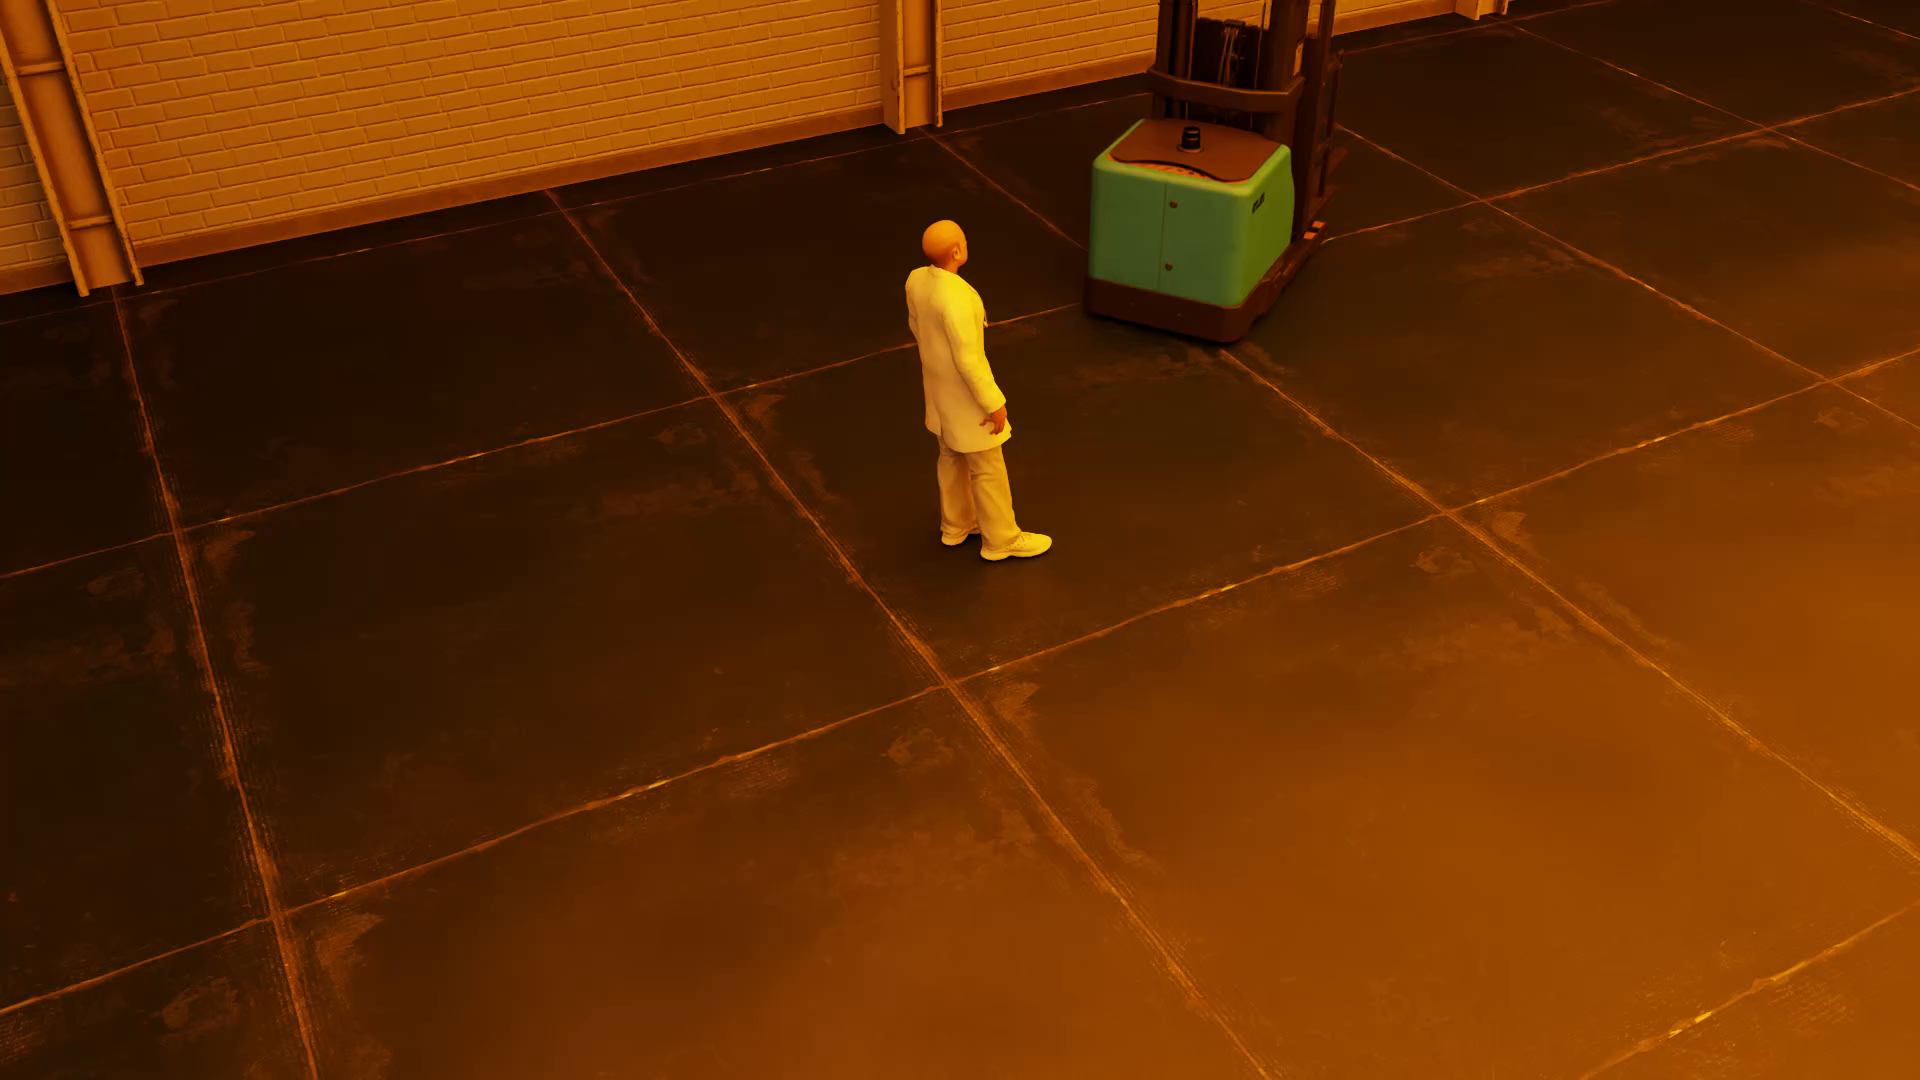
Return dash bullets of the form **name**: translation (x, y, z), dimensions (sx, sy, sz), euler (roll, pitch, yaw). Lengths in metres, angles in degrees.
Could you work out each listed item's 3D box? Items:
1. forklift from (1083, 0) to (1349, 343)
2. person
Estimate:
- **forklift**: translation (1.910, -3.250, 10.721), dimensions (1.130, 2.935, 3.031), euler (16, 38, 22)
- **person**: translation (0.083, -0.755, 8.177), dimensions (0.578, 1.777, 0.698), euler (-17, 39, -23)
